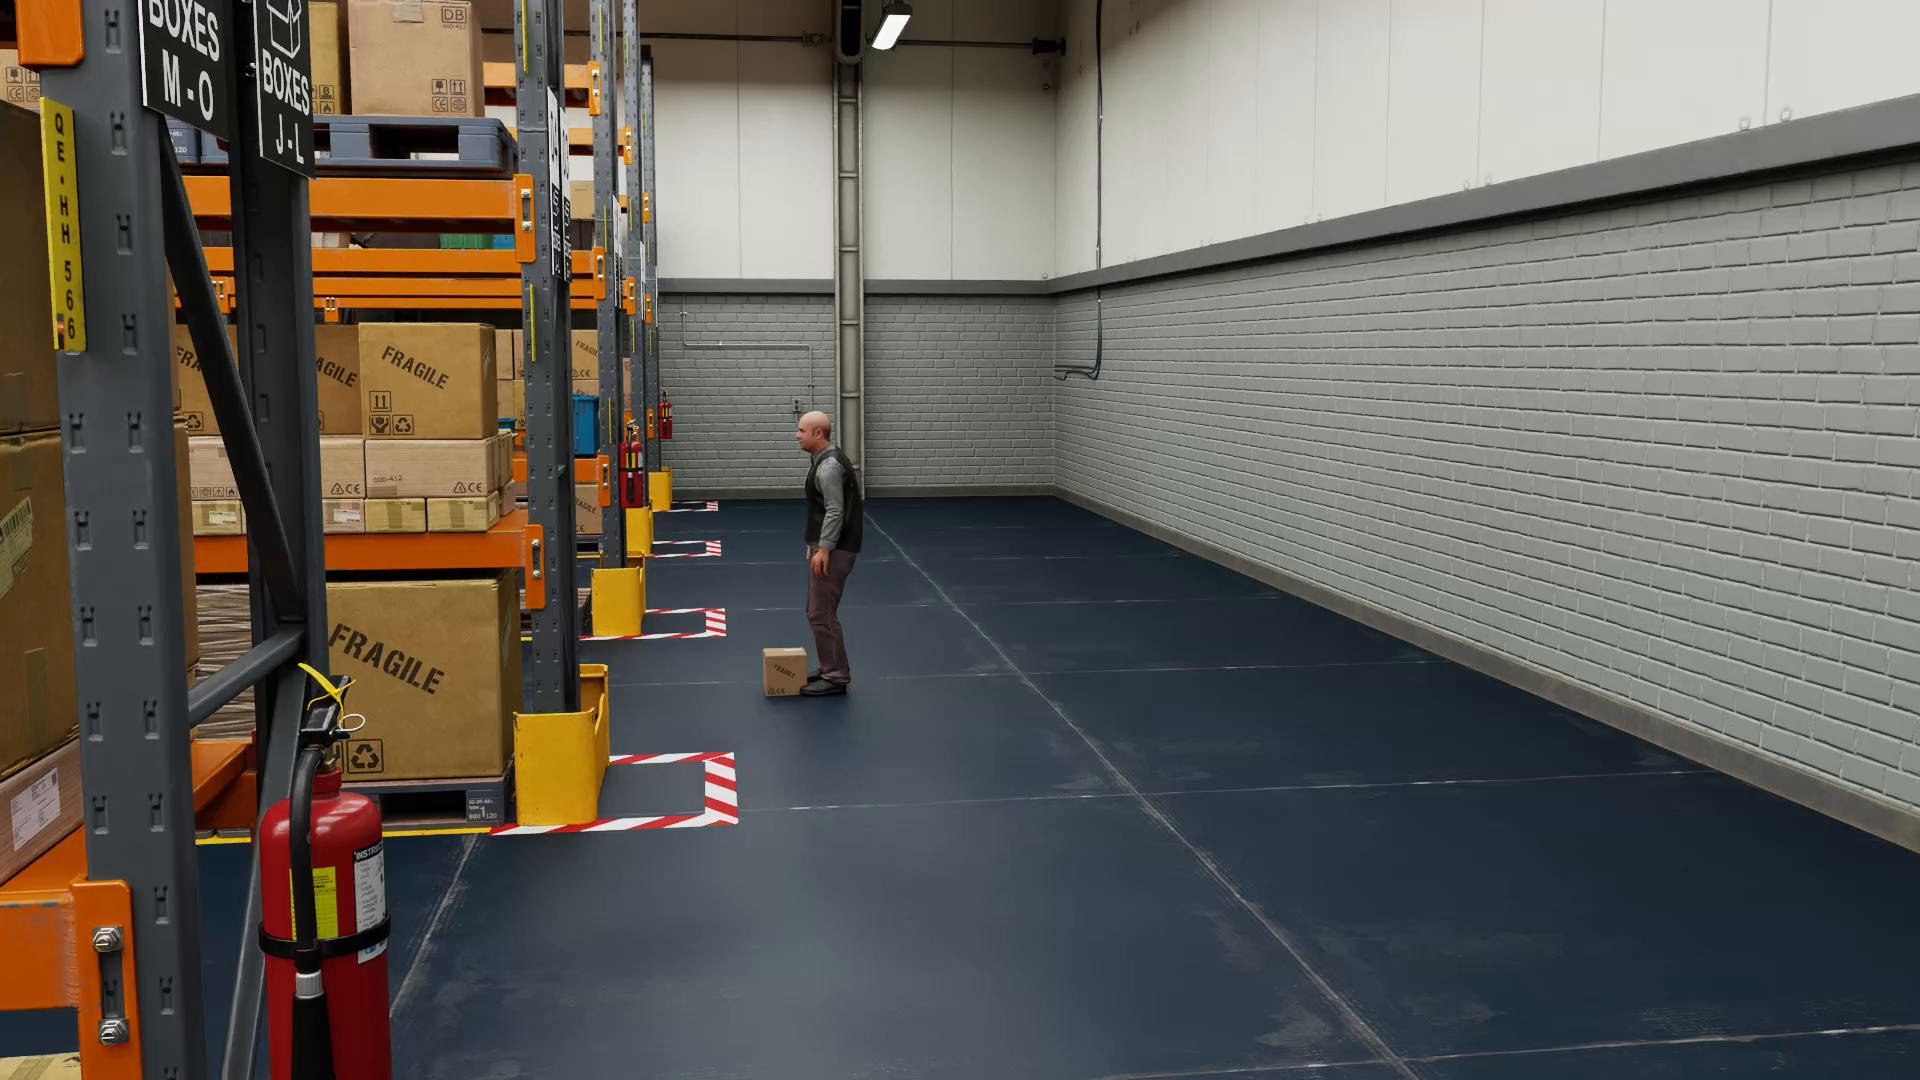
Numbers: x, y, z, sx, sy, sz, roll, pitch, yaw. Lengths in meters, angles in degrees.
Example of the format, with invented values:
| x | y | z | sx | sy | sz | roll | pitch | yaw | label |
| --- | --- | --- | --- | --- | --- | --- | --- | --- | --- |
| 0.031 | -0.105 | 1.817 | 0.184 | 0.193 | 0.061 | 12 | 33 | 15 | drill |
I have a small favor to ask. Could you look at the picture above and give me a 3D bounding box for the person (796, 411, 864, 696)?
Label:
| x | y | z | sx | sy | sz | roll | pitch | yaw | label |
| --- | --- | --- | --- | --- | --- | --- | --- | --- | --- |
| -0.797 | 0.123 | 10.191 | 0.420 | 1.617 | 0.579 | -1 | 7 | -9 | person |
